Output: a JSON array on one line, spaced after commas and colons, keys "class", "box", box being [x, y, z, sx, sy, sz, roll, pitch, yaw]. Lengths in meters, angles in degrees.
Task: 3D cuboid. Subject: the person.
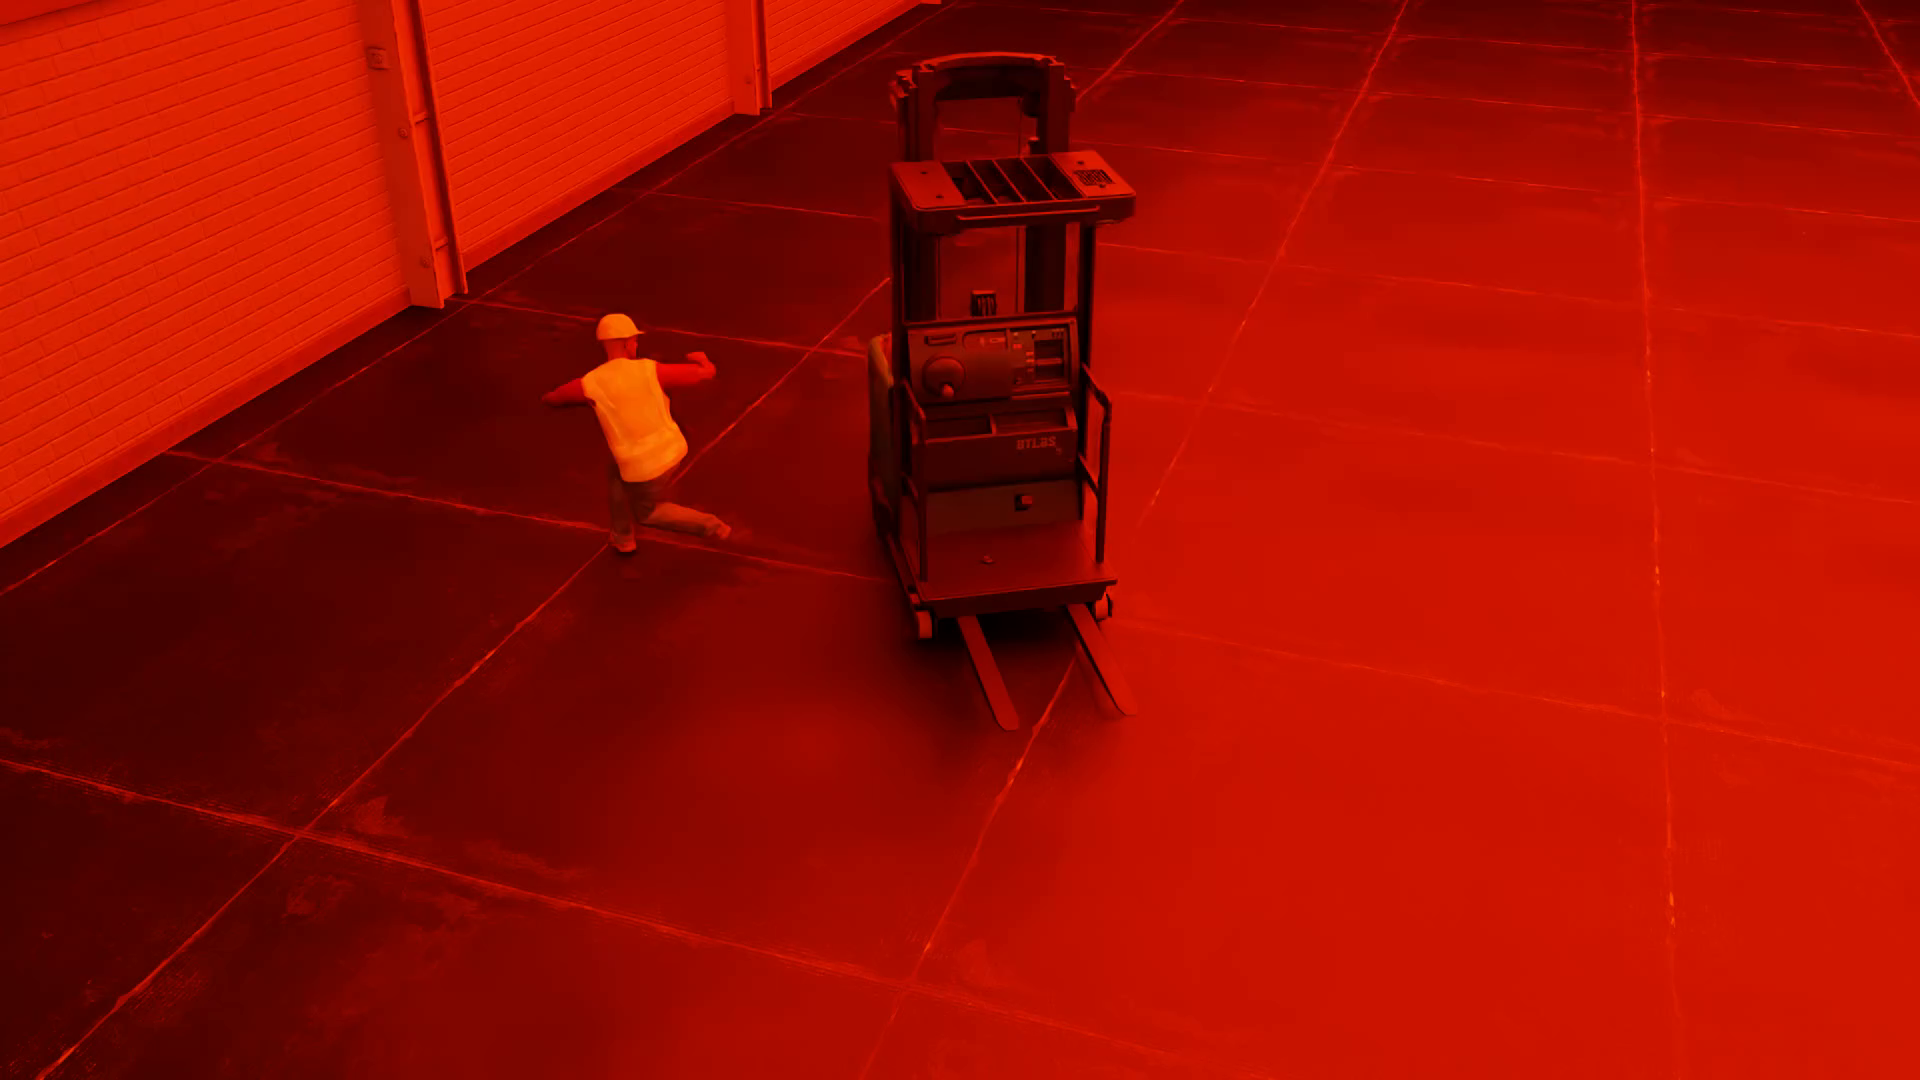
[{"class": "person", "box": [-1.876, -0.646, 9.735, 1.155, 1.518, 0.911, 22, 36, 33]}]

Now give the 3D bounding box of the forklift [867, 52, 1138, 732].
[{"class": "forklift", "box": [0.229, -0.926, 8.760, 1.130, 2.935, 3.031, -6, 30, -10]}]
